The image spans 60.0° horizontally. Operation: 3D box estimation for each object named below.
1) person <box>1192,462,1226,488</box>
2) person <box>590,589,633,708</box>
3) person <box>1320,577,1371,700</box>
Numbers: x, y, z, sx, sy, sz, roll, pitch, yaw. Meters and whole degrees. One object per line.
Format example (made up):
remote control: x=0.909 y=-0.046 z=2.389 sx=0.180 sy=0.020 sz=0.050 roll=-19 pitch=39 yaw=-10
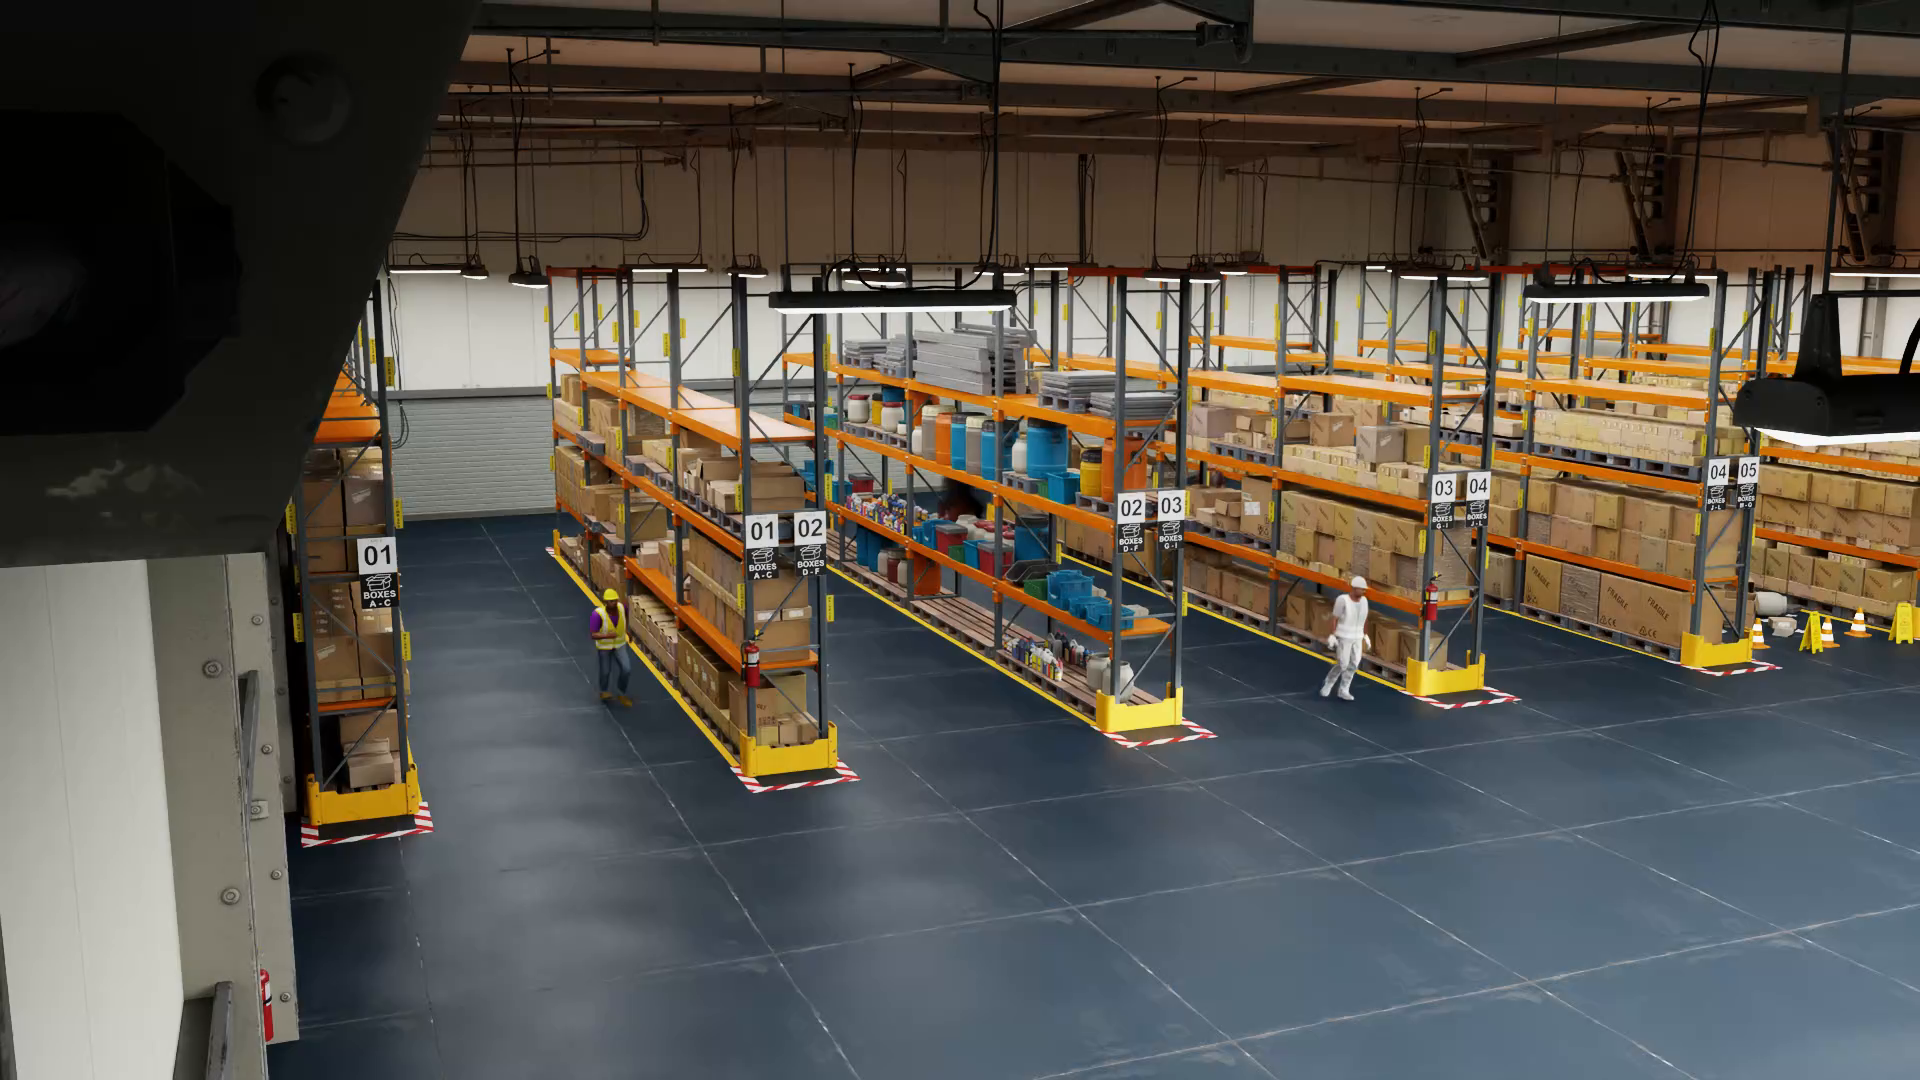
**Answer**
person: x=5.581 y=-0.918 z=36.786 sx=0.667 sy=1.753 sz=0.717 roll=-5 pitch=11 yaw=-26
person: x=-4.856 y=1.489 z=23.164 sx=0.644 sy=1.705 sz=0.946 roll=-5 pitch=11 yaw=-25
person: x=5.473 y=1.377 z=23.525 sx=0.681 sy=1.763 sz=0.477 roll=-5 pitch=11 yaw=-25
